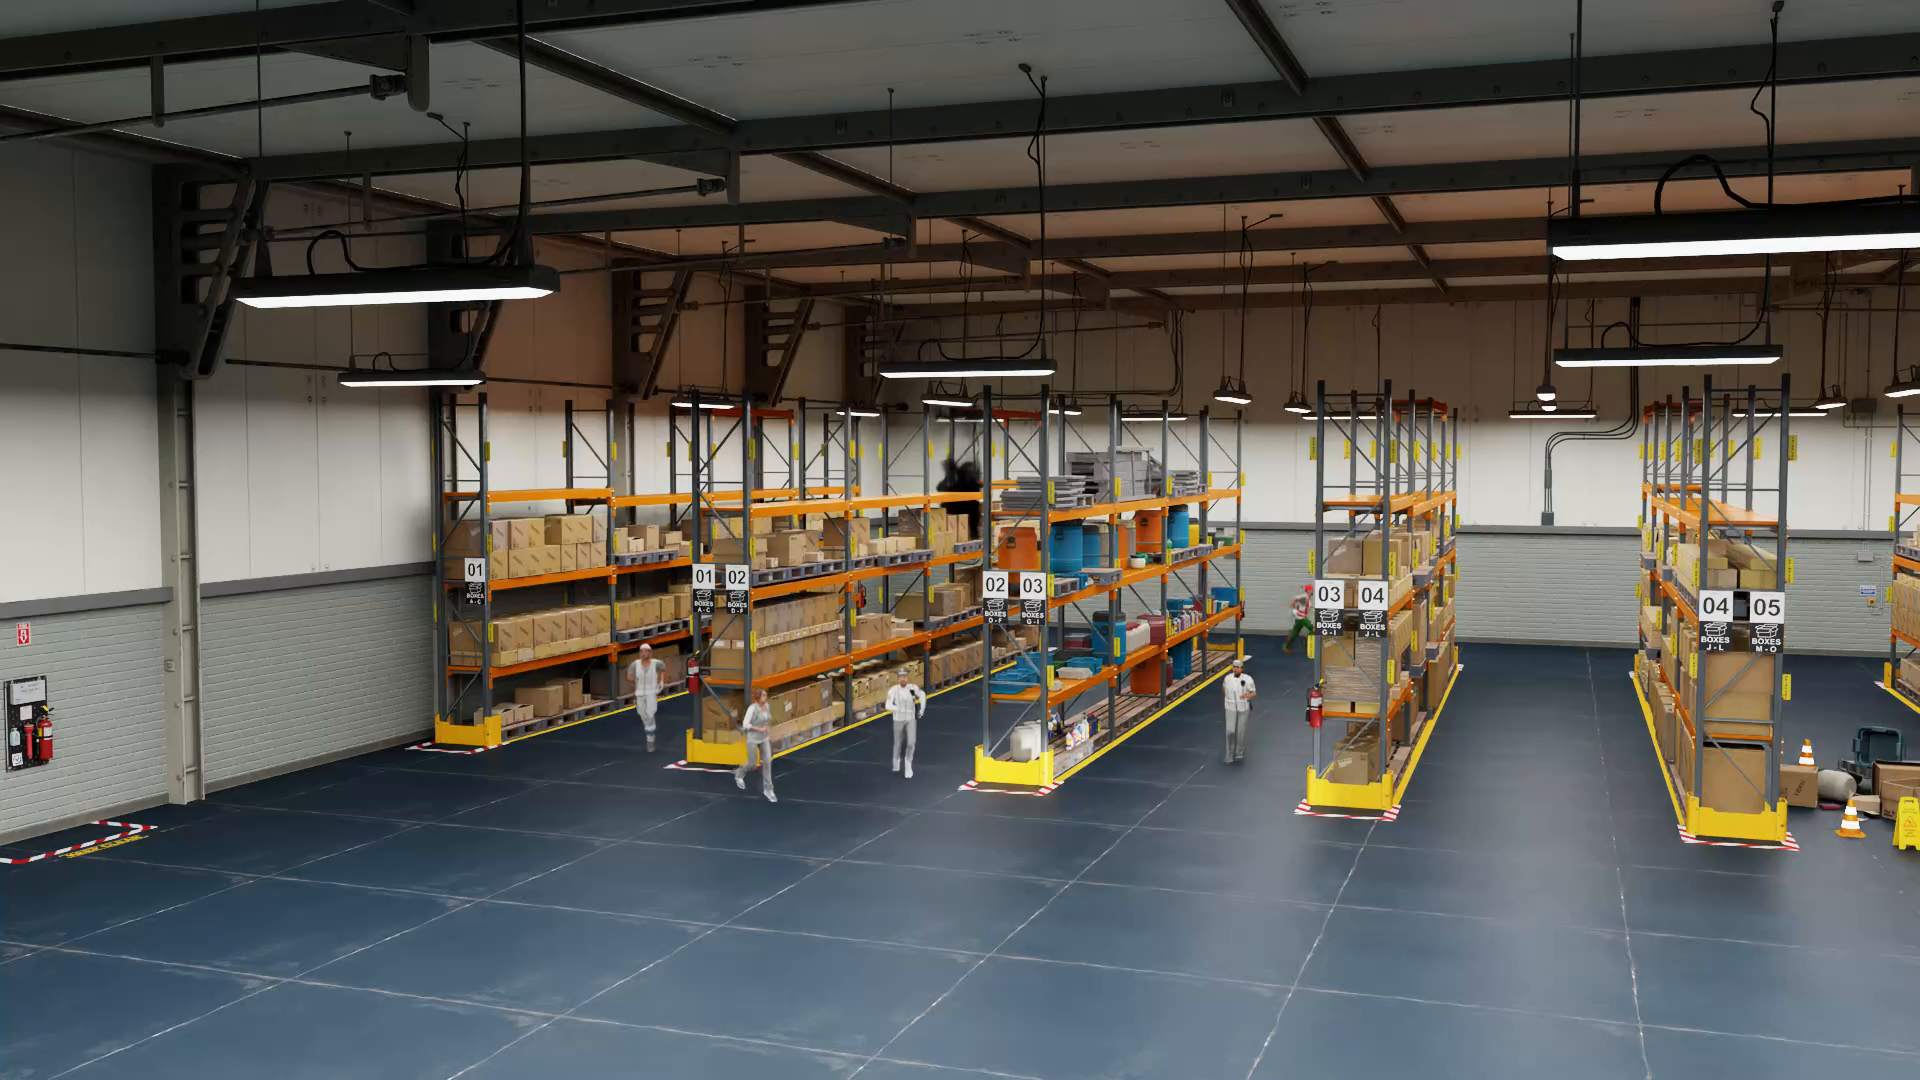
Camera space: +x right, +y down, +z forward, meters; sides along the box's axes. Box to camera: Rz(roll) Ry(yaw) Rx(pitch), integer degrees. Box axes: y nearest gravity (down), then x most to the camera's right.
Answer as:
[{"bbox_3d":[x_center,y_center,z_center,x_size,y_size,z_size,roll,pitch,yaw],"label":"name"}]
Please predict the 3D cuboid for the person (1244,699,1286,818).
[{"bbox_3d":[4.212,2.986,22.674,0.602,1.652,0.631,-1,3,-14],"label":"person"}]

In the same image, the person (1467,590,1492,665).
[{"bbox_3d":[12.123,2.058,38.886,0.518,1.766,0.653,2,4,37],"label":"person"}]

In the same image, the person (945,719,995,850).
[{"bbox_3d":[0.134,3.059,21.052,0.887,1.592,0.533,3,4,44],"label":"person"}]

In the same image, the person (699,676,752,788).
[{"bbox_3d":[-3.421,2.798,24.413,0.863,1.646,0.644,3,4,42],"label":"person"}]

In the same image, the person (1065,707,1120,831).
[{"bbox_3d":[1.738,3.018,22.177,0.892,1.672,0.623,3,4,43],"label":"person"}]
